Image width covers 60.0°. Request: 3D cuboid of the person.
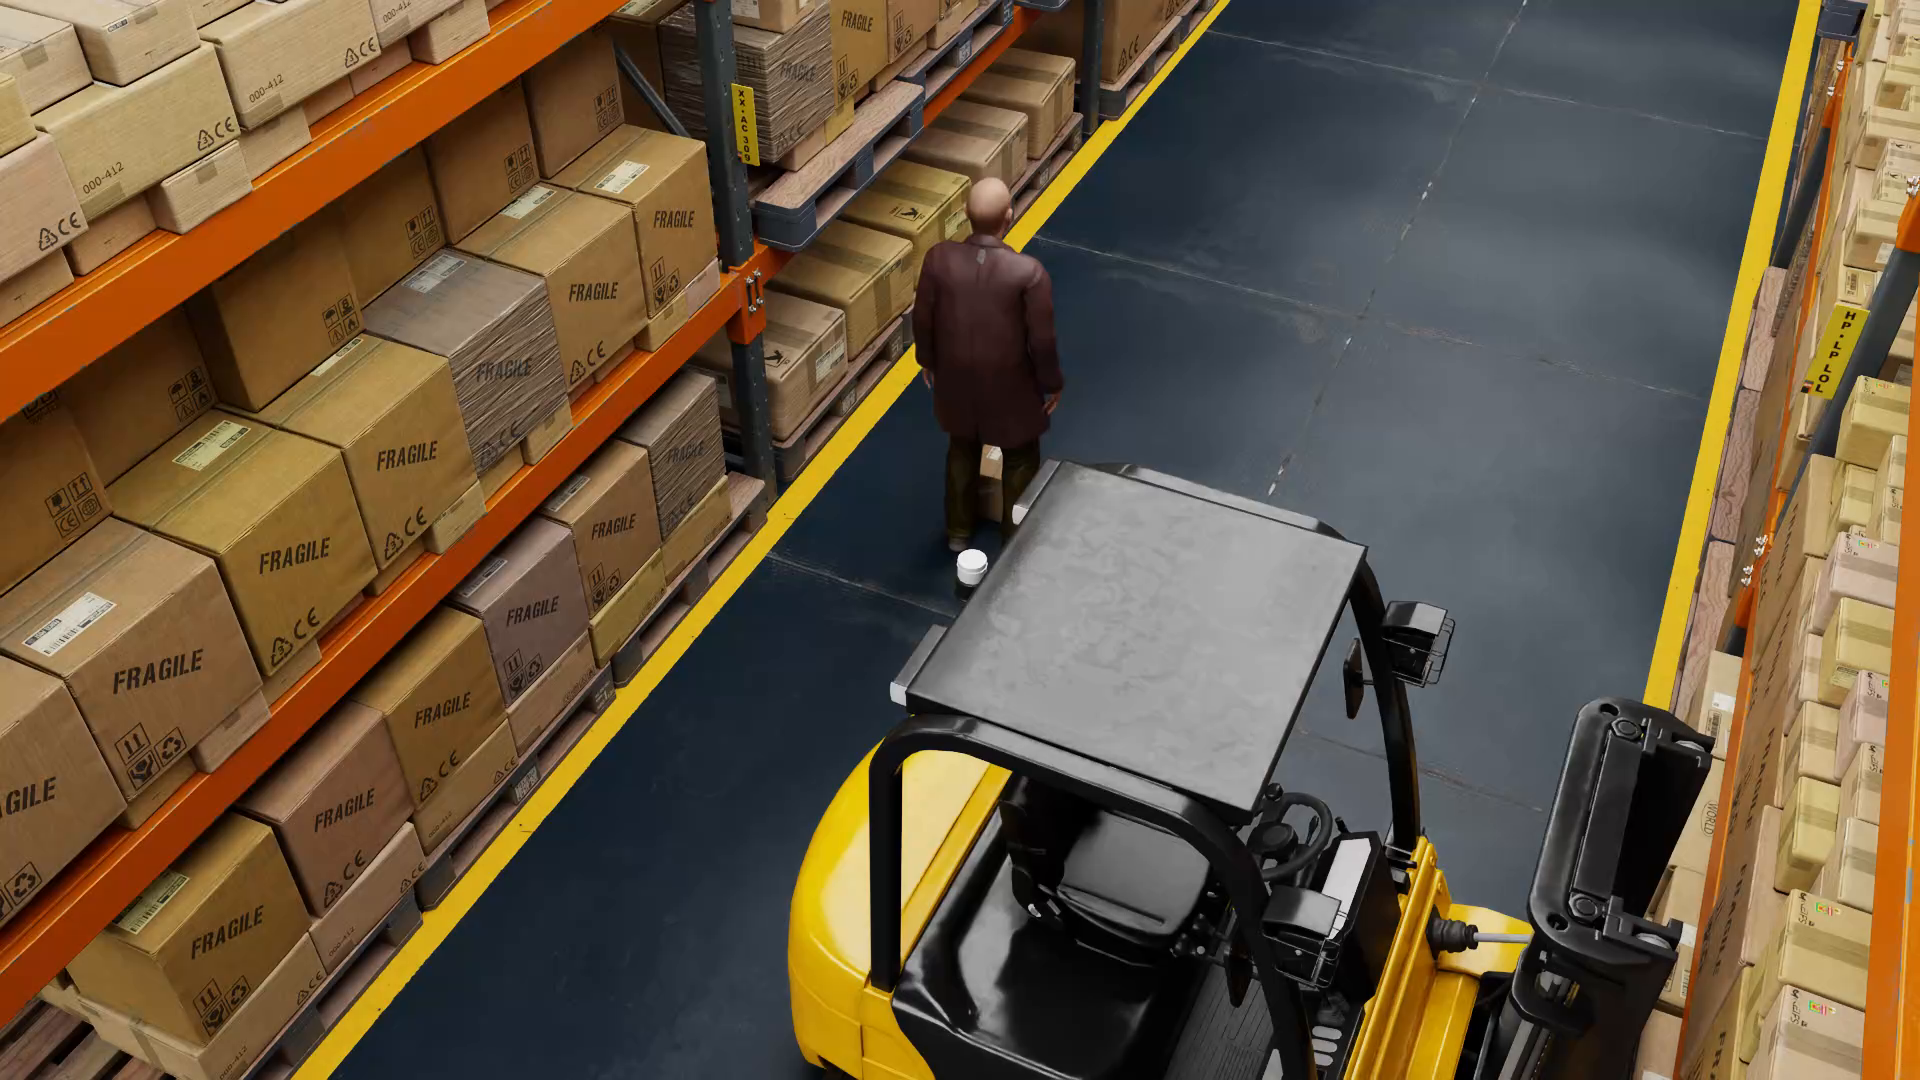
[{"bbox_3d":[0.116,-0.682,6.943,0.656,1.774,0.421,15,44,16],"label":"person"}]
